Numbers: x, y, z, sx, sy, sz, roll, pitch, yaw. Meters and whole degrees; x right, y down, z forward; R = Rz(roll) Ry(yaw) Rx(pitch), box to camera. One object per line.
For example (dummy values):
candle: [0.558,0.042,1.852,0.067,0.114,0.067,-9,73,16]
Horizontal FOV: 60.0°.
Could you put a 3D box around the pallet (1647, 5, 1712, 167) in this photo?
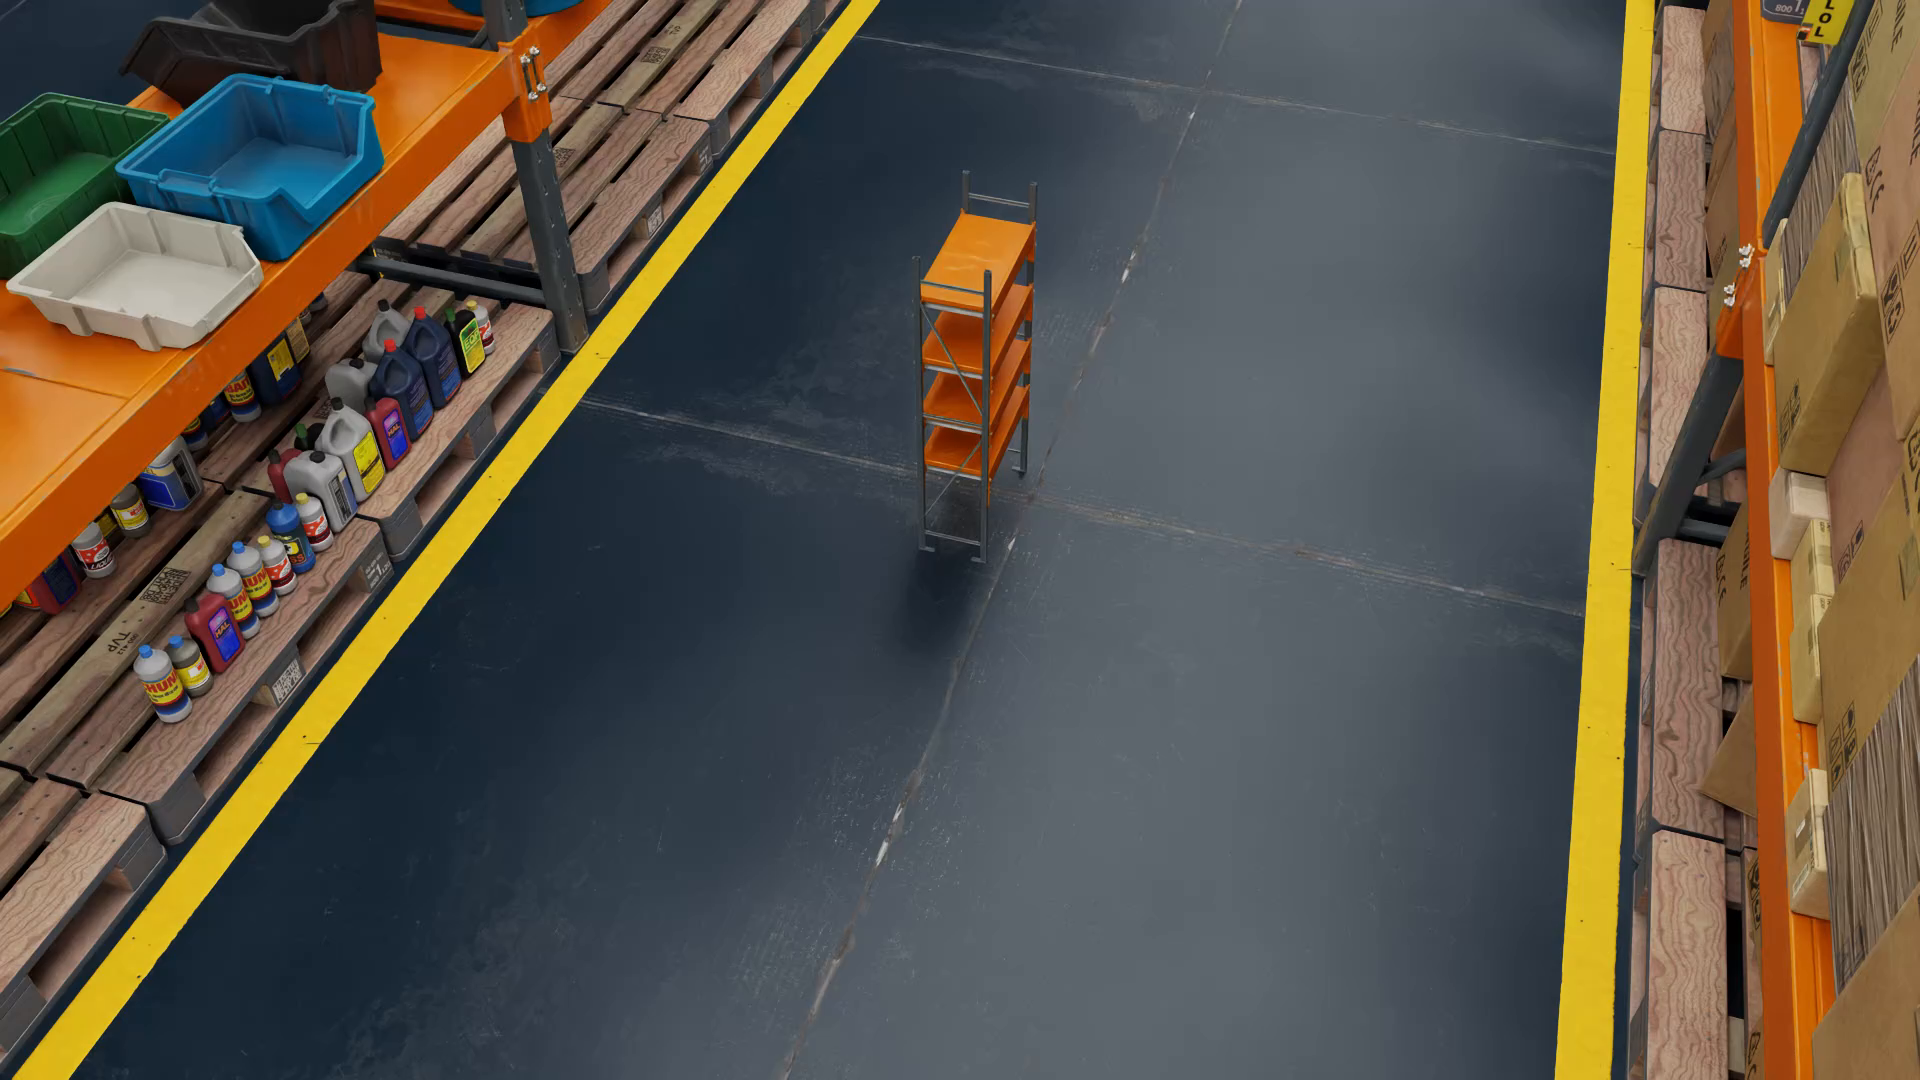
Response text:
pallet: [3.738,-2.035,7.679,1.003,0.211,1.213,13,46,13]

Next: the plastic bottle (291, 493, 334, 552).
plastic bottle: [-2.095,-0.067,5.360,0.097,0.201,0.097,0,44,0]

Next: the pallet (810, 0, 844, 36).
pallet: [-1.016,-3.097,8.764,1.003,0.211,1.213,13,46,13]

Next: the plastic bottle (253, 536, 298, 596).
plastic bottle: [-2.157,0.070,5.220,0.097,0.201,0.097,0,44,0]

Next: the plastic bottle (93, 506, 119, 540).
plastic bottle: [-2.838,-0.162,5.351,0.144,0.351,0.185,14,46,14]

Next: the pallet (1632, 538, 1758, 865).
pallet: [2.595,0.566,5.021,1.003,0.211,1.213,13,46,13]

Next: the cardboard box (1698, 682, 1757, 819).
cardboard box: [2.439,0.499,4.583,0.500,0.500,0.500,27,50,25]

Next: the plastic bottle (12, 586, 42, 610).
plastic bottle: [-2.927,0.068,5.169,0.152,0.276,0.135,13,46,13]

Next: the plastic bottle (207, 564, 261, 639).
plastic bottle: [-2.218,0.178,5.060,0.097,0.271,0.097,0,44,0]

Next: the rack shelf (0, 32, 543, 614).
rack shelf: [-2.562,-0.345,4.472,1.077,0.370,4.000,13,46,13]

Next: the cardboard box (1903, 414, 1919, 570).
cardboard box: [1.943,-0.137,2.746,0.500,0.500,0.500,13,46,13]

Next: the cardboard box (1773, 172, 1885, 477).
cardboard box: [2.384,-0.416,3.746,0.875,0.500,0.500,13,46,13]

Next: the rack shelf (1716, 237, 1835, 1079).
rack shelf: [2.159,0.704,3.400,1.077,0.370,4.000,13,46,13]

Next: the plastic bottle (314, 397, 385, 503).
plastic bottle: [-2.032,-0.312,5.504,0.144,0.351,0.185,12,46,12]

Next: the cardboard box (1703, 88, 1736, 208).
cardboard box: [3.471,-1.614,6.727,0.700,0.500,0.500,16,47,16]

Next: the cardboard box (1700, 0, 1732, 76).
cardboard box: [3.792,-2.365,7.495,0.700,0.500,0.500,10,45,10]

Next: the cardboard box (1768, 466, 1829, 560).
cardboard box: [2.094,-0.054,3.840,0.380,0.149,0.250,13,46,13]

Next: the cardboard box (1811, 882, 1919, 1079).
cardboard box: [1.783,0.919,2.382,0.875,0.500,0.500,13,46,13]

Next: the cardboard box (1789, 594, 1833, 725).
cardboard box: [1.971,0.286,3.493,0.380,0.149,0.250,13,46,13]

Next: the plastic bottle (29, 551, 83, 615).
plastic bottle: [-2.825,0.088,5.143,0.061,0.283,0.133,13,46,13]

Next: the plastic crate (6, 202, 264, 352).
plastic crate: [-2.206,-0.705,4.514,0.530,0.136,0.437,13,46,13]

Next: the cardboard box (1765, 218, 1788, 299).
cardboard box: [2.413,-0.717,4.517,0.380,0.149,0.250,13,46,13]

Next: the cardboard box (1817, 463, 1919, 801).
cardboard box: [2.138,0.264,3.052,0.875,0.500,0.500,13,46,13]

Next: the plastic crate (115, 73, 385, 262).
plastic crate: [-2.032,-1.087,4.822,0.499,0.251,0.616,13,46,13]

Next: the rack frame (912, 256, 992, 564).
rack frame: [-0.024,-0.377,5.277,0.240,1.200,0.015,13,46,13]

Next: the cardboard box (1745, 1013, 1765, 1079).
cardboard box: [2.114,1.292,3.772,0.500,0.500,0.500,17,47,16]

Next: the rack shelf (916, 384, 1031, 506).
rack shelf: [0.050,-0.349,5.629,0.258,0.148,0.480,13,46,13]

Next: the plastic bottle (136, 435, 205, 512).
plastic bottle: [-2.633,-0.245,5.489,0.152,0.276,0.135,13,46,13]

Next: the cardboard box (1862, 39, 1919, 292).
cardboard box: [2.236,-0.806,3.430,0.500,0.500,0.500,13,46,13]

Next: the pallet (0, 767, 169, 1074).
pallet: [-2.938,1.127,4.448,1.003,0.211,1.213,13,46,13]

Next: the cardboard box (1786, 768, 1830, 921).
cardboard box: [1.797,0.614,3.157,0.380,0.149,0.250,13,46,13]

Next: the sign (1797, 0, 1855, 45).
sign: [2.234,-1.415,4.224,0.100,0.325,0.005,13,46,13]

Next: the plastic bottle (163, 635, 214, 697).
plastic bottle: [-2.290,0.362,4.921,0.097,0.201,0.097,0,44,0]

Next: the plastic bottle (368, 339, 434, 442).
plastic bottle: [-1.935,-0.527,5.724,0.144,0.351,0.185,10,45,10]

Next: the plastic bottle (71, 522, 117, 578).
plastic bottle: [-2.760,0.016,5.275,0.097,0.201,0.097,0,44,0]

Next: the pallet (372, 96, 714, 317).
pallet: [-1.755,-1.470,7.102,1.003,0.211,1.213,13,46,13]

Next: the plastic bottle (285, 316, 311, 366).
plastic bottle: [-2.441,-0.759,6.008,0.061,0.283,0.133,13,46,13]

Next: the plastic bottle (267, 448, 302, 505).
plastic bottle: [-2.187,-0.203,5.440,0.061,0.283,0.133,13,46,13]

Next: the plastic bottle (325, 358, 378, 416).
plastic bottle: [-2.083,-0.515,5.765,0.152,0.276,0.135,13,46,13]

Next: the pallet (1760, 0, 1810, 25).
pallet: [3.415,-2.156,5.945,1.003,0.211,1.213,13,46,13]

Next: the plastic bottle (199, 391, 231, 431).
plastic bottle: [-2.653,-0.570,5.767,0.144,0.351,0.185,11,45,11]

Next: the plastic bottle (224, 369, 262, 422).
plastic bottle: [-2.525,-0.545,5.798,0.097,0.271,0.097,0,44,0]

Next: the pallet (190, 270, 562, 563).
pallet: [-2.199,-0.500,6.110,1.003,0.211,1.213,13,46,13]

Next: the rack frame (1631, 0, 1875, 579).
rack frame: [2.764,-0.886,4.511,1.000,3.000,0.127,13,46,13]

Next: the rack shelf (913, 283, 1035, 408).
rack shelf: [0.050,-0.651,5.334,0.258,0.148,0.480,13,46,13]

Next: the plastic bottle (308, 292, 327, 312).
plastic bottle: [-2.470,-0.998,6.261,0.097,0.271,0.097,0,44,0]

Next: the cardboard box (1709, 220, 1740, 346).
cardboard box: [3.133,-0.869,5.966,0.700,0.500,0.500,12,46,12]

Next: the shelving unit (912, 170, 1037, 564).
shelving unit: [0.050,-0.539,5.443,0.258,1.200,0.503,13,46,13]

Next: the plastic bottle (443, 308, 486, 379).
plastic bottle: [-1.787,-0.731,5.980,0.061,0.283,0.133,15,46,15]
